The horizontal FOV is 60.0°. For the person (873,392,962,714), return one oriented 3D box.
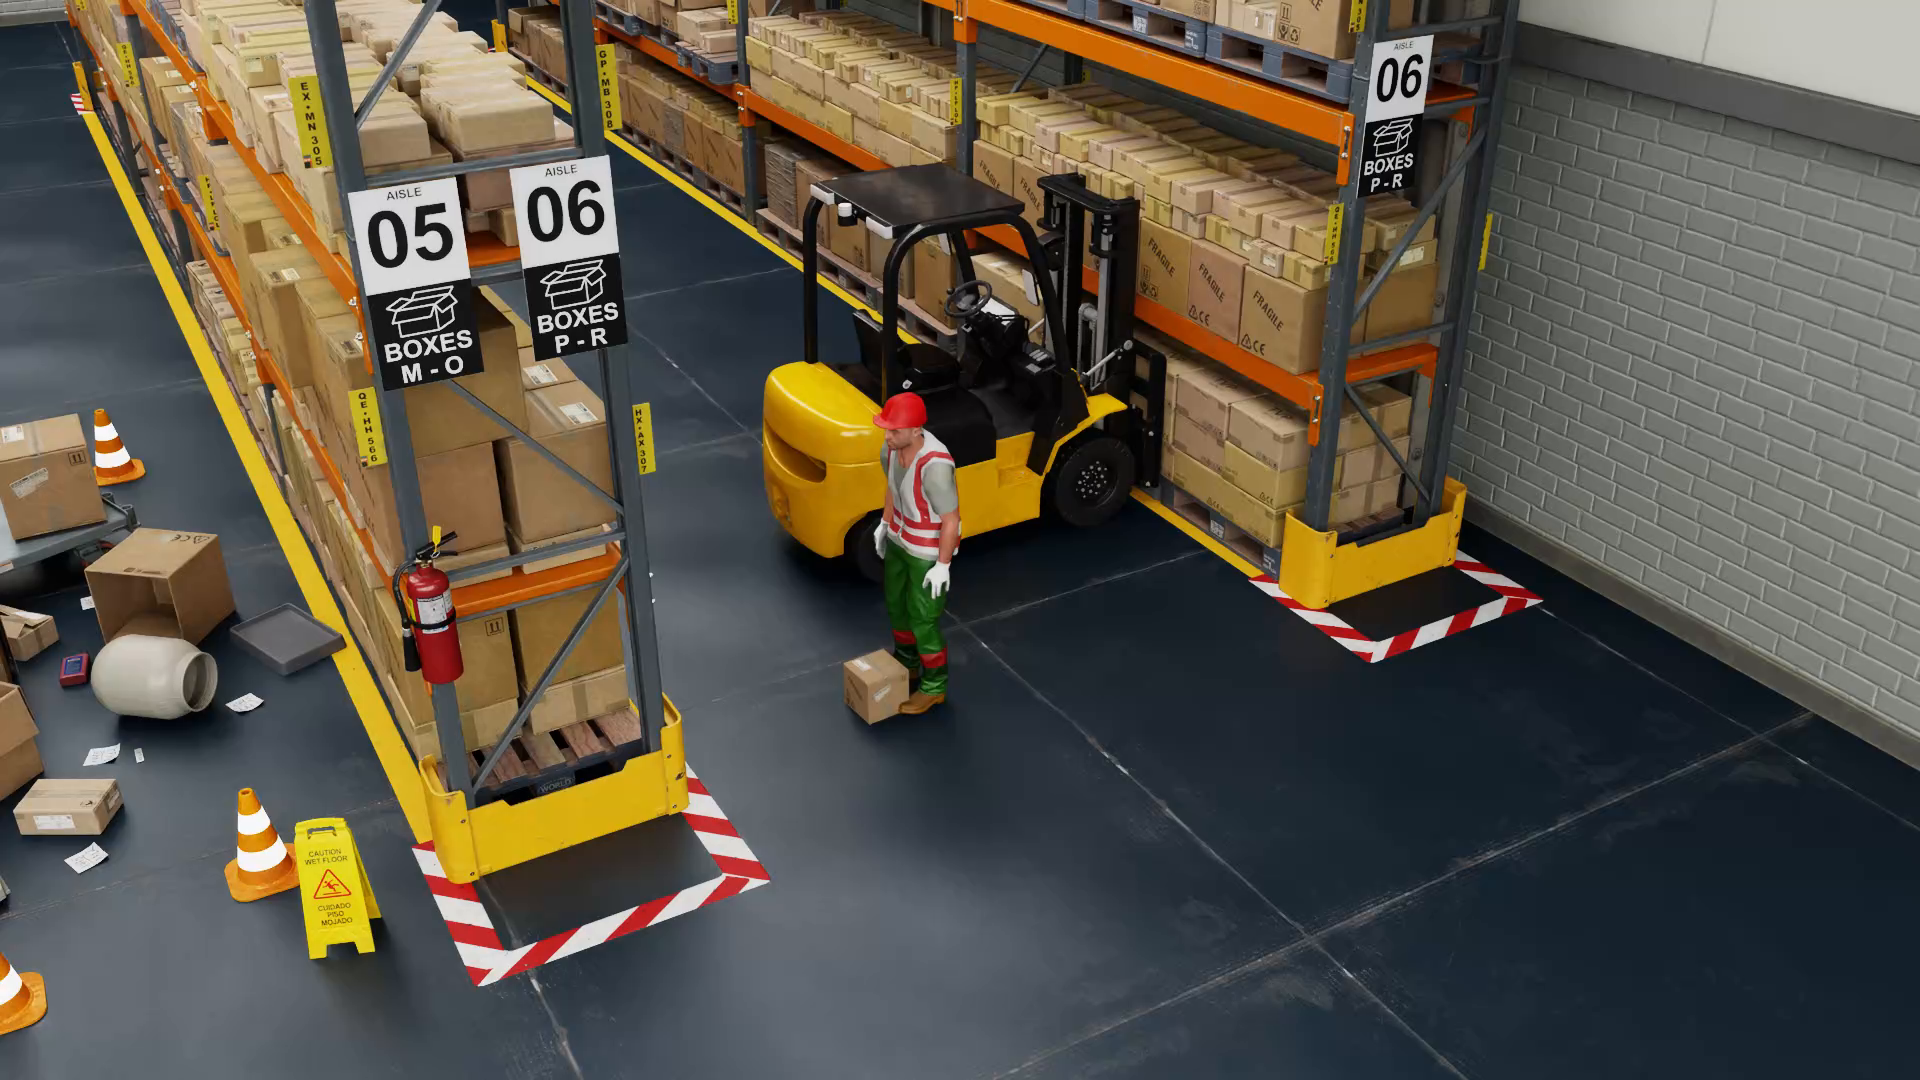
[{"bbox_3d":[-0.238,0.049,8.463,0.451,1.778,0.612,-18,33,-29],"label":"person"}]
